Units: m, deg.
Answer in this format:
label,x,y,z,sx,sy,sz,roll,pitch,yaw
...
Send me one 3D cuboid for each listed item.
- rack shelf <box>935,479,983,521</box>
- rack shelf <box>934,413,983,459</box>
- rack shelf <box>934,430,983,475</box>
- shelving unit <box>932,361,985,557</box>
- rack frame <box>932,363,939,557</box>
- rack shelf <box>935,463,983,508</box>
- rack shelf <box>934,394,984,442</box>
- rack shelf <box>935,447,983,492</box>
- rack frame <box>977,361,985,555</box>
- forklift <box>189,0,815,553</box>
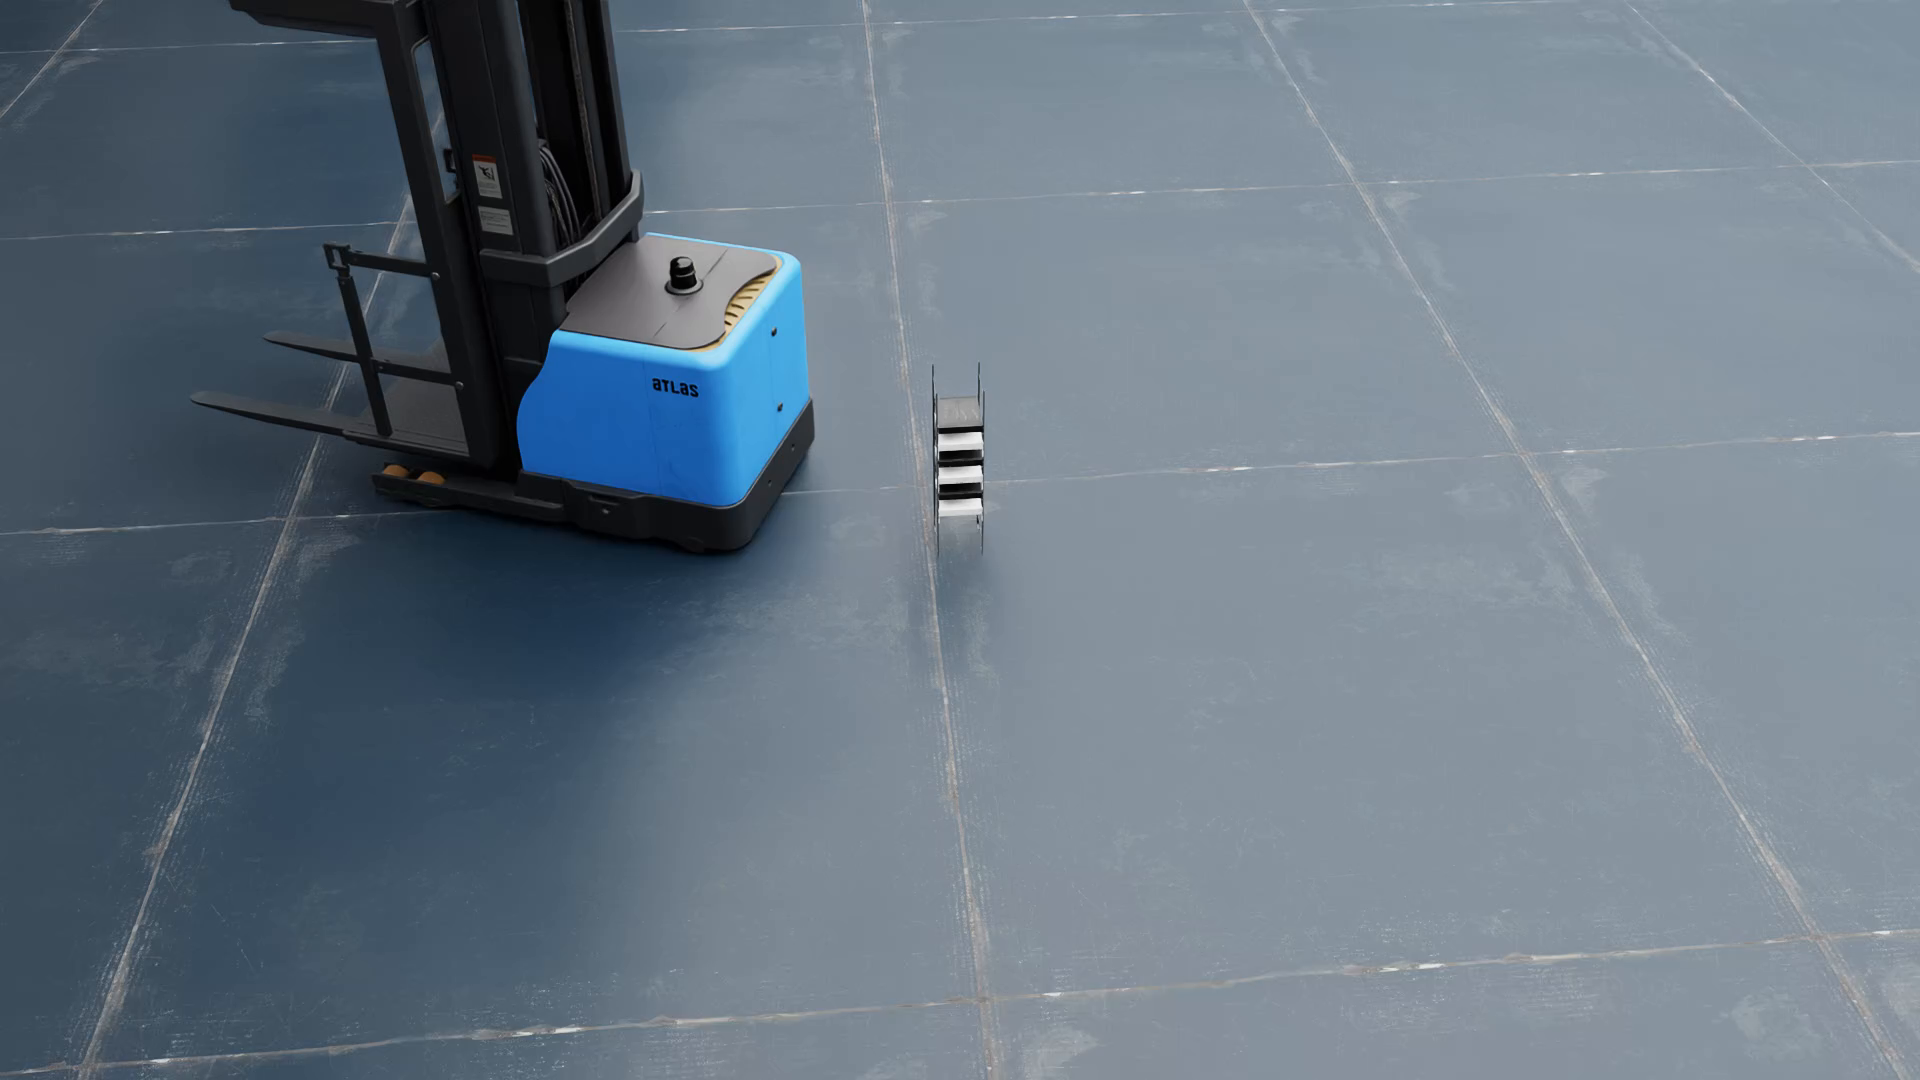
label,x,y,z,sx,sy,sz,roll,pitch,yaw
rack shelf,-0.008,-0.185,7.603,0.200,0.077,0.258,-3,38,-4
rack shelf,-0.008,-0.468,7.380,0.200,0.077,0.258,-3,38,-4
rack shelf,-0.008,-0.397,7.436,0.200,0.077,0.258,-3,38,-4
shelving unit,-0.008,-0.353,7.471,0.210,0.900,0.258,-3,38,-4
rack frame,-0.109,-0.347,7.464,0.006,0.900,0.240,-3,38,-4
rack shelf,-0.008,-0.256,7.547,0.200,0.077,0.258,-3,38,-4
rack shelf,-0.008,-0.539,7.324,0.200,0.077,0.258,-3,38,-4
rack shelf,-0.008,-0.327,7.491,0.200,0.077,0.258,-3,38,-4
rack frame,0.093,-0.358,7.478,0.006,0.900,0.240,-3,38,-4
forklift,-2.297,-1.610,7.424,3.031,2.935,1.130,10,39,13
